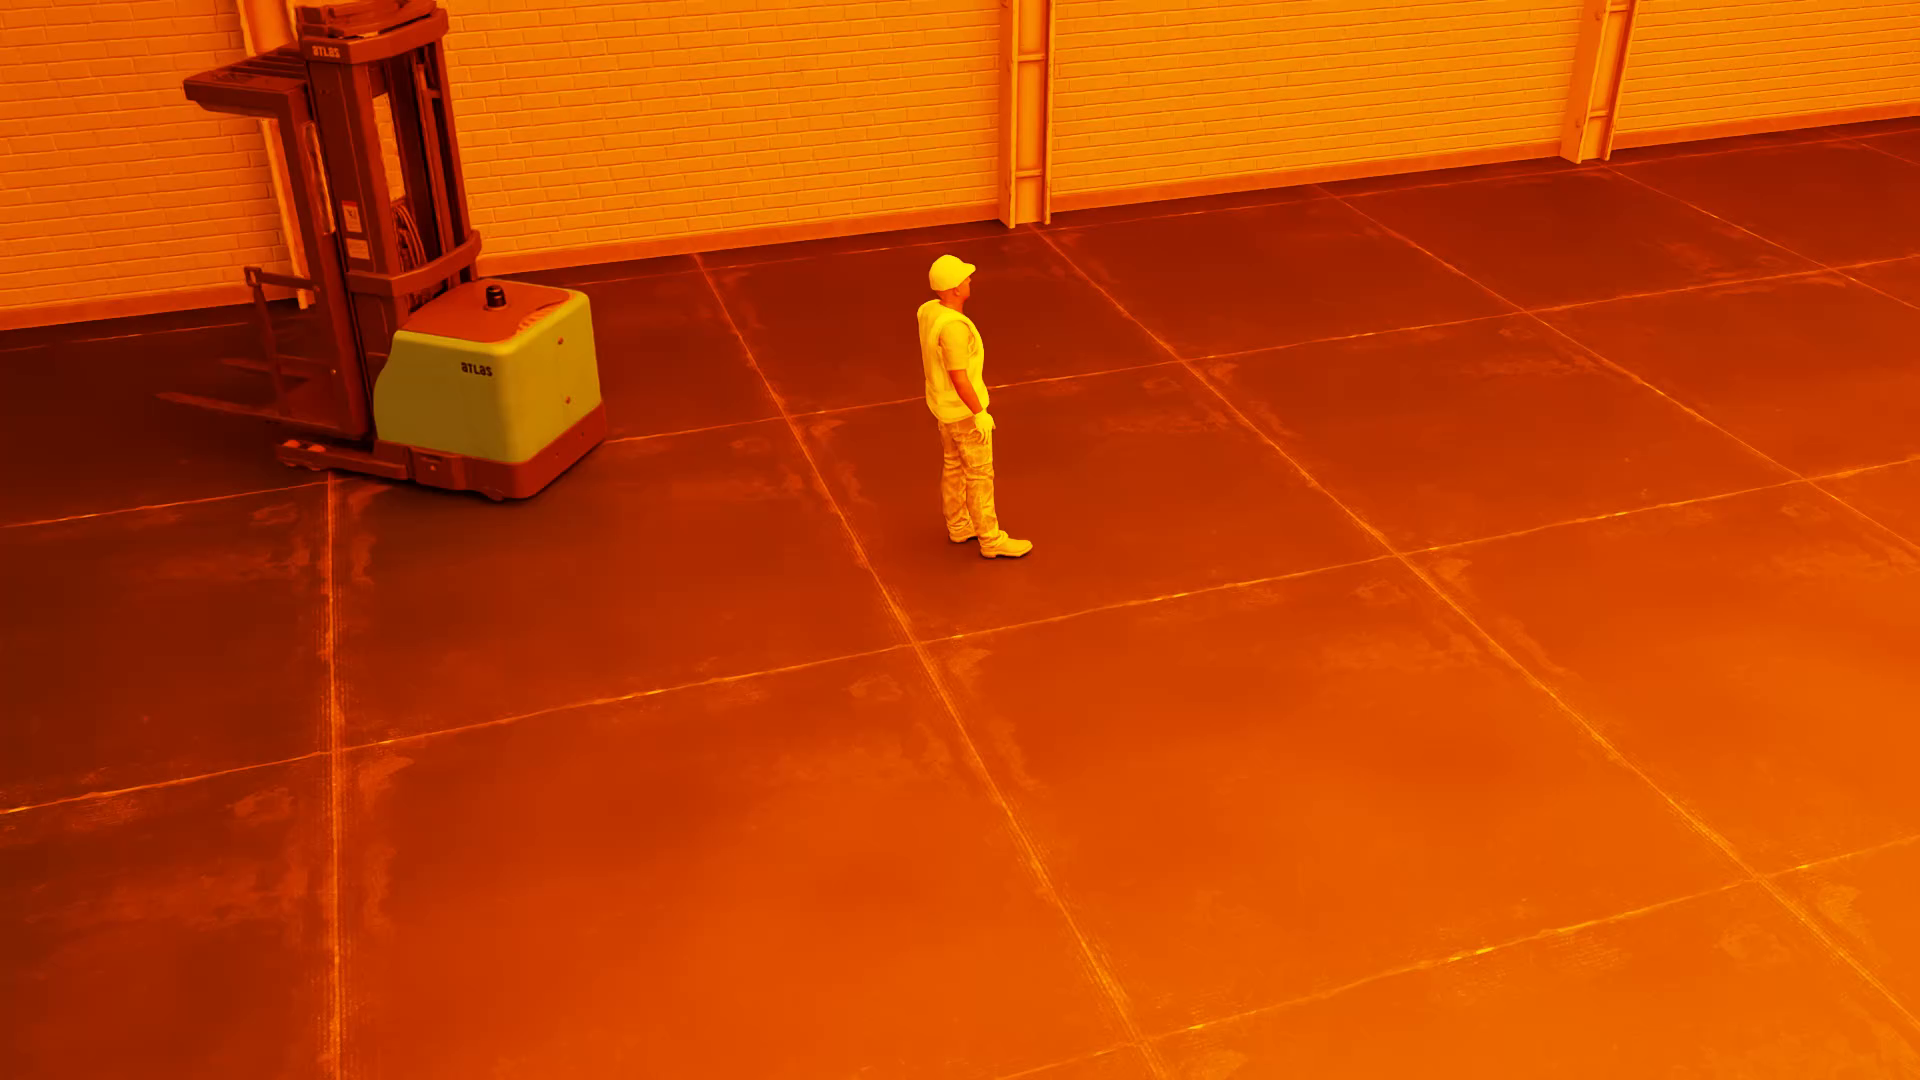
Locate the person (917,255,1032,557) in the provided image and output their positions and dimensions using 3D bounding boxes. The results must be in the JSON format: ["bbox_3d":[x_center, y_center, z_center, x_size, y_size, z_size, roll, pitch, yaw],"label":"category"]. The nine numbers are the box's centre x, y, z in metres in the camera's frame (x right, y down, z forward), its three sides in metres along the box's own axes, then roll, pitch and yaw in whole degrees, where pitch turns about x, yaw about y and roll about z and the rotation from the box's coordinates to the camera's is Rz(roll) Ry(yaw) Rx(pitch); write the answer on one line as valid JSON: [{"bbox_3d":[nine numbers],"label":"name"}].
[{"bbox_3d":[0.071,-0.787,9.591,0.575,1.785,0.657,-10,31,-16],"label":"person"}]

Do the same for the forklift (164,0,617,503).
[{"bbox_3d":[-3.856,-1.941,10.460,3.031,2.935,1.130,10,31,17],"label":"forklift"}]
